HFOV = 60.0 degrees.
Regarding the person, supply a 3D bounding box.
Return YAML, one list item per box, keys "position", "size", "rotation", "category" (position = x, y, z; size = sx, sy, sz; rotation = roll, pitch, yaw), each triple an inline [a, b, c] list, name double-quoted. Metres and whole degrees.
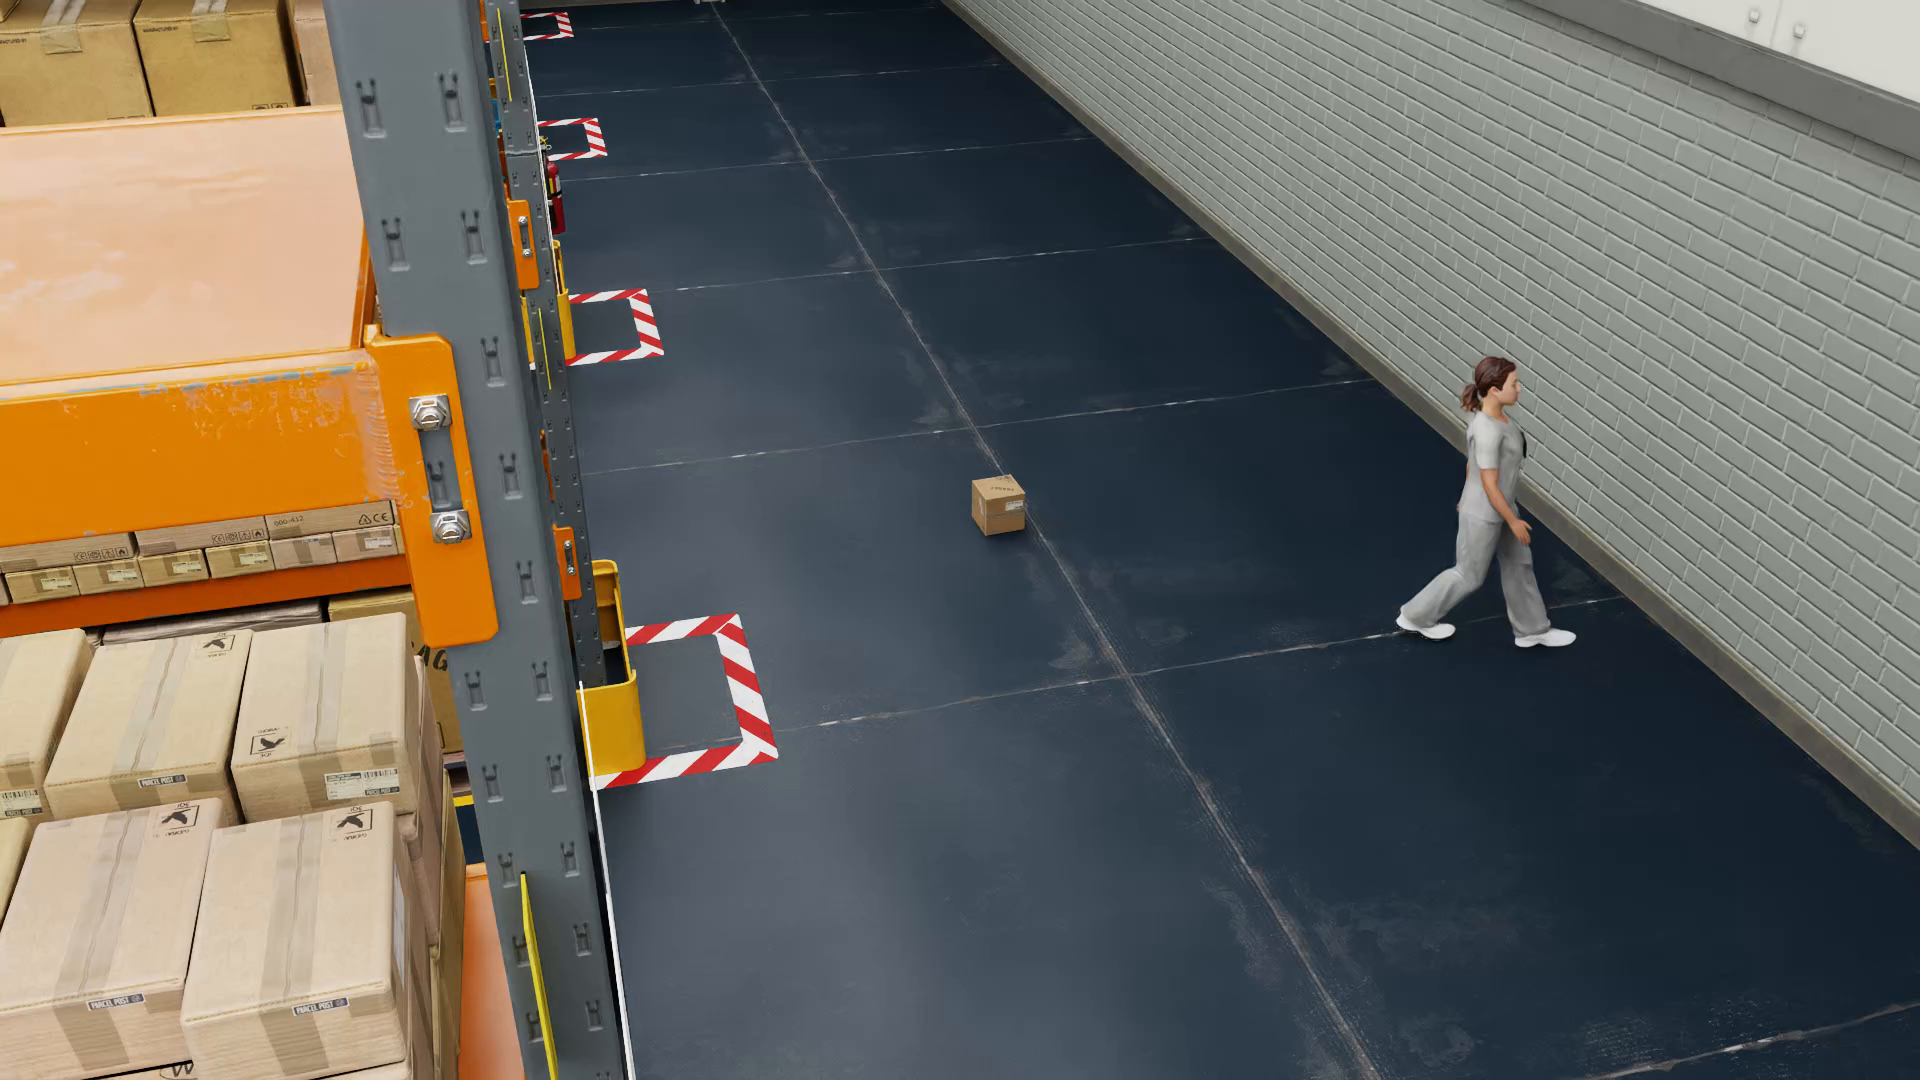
- position: [2.799, -0.151, 8.501]
  size: [0.911, 1.617, 0.481]
  rotation: [12, 32, 19]
  category: "person"
